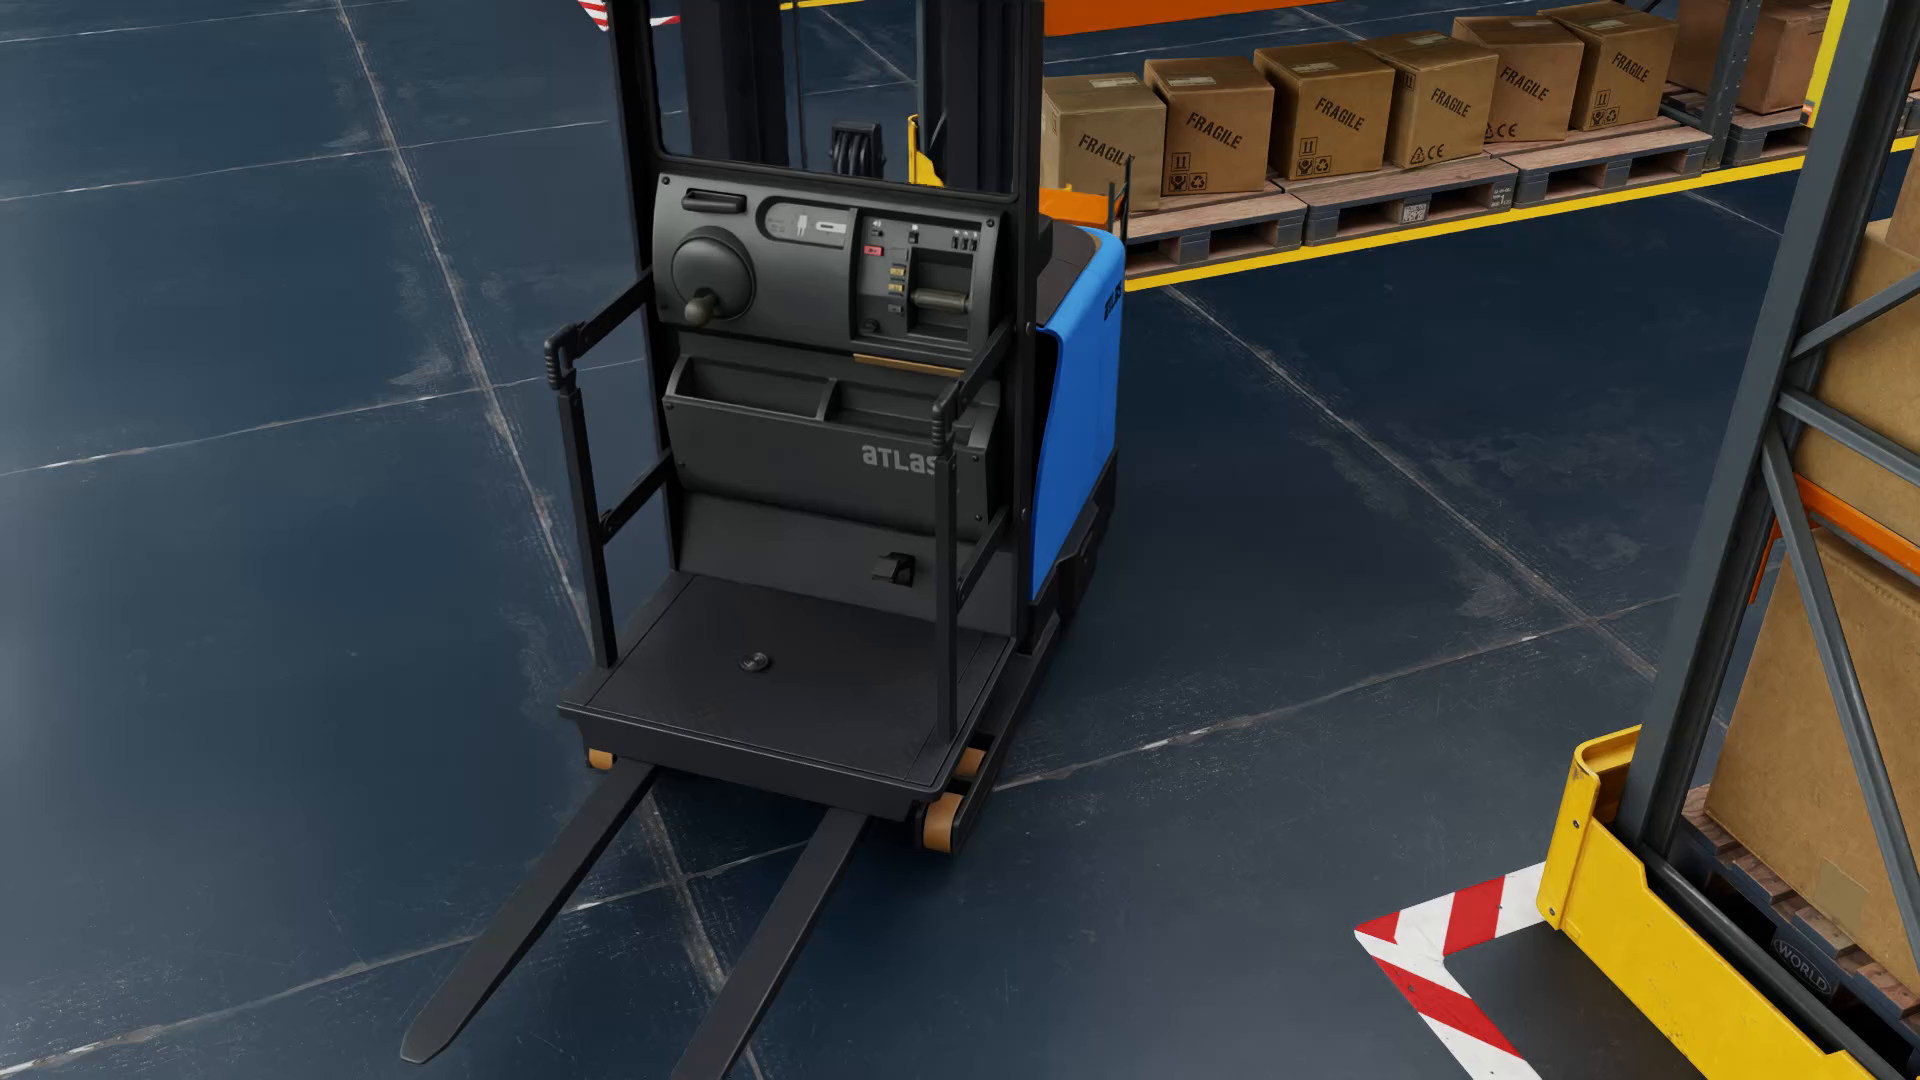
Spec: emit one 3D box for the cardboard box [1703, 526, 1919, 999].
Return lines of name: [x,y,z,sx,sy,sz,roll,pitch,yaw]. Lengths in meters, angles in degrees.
cardboard box: [2.475,0.463,3.852,0.875,0.875,0.875,-13,35,-19]

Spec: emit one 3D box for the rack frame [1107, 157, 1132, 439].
rack frame: [0.522,-0.699,5.723,0.015,1.200,0.240,11,34,16]

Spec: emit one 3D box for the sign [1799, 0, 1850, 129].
sign: [1.678,-0.936,3.159,0.005,0.325,0.100,-13,35,-19]

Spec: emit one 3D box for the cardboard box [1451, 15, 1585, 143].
cardboard box: [2.827,-2.375,8.556,0.500,0.500,0.500,-2,33,-4]

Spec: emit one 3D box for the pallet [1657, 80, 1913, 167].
pallet: [4.454,-2.432,9.294,1.213,0.211,1.003,-13,35,-19]

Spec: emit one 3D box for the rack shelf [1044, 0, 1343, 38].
rack shelf: [1.893,-2.712,7.827,4.000,0.370,1.077,-13,35,-19]

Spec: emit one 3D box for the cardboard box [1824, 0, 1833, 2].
cardboard box: [4.758,-2.782,9.164,0.500,0.500,0.700,-13,35,-19]

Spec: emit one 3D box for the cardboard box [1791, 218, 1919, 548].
cardboard box: [2.200,-0.239,3.230,0.550,0.550,0.875,-13,35,-19]

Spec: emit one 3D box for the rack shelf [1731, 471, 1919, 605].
rack shelf: [3.720,-0.196,3.961,4.000,0.370,1.077,-13,35,-19]

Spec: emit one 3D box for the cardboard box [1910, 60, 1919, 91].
cardboard box: [5.274,-2.901,9.346,0.500,0.500,0.700,-16,36,-23]

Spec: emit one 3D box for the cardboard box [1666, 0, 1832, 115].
cardboard box: [4.311,-2.691,9.024,0.500,0.500,0.700,-16,36,-23]

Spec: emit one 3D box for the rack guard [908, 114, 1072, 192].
rack guard: [0.119,-1.559,7.688,0.348,0.500,1.175,-13,35,-19]

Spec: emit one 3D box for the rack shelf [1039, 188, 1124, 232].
rack shelf: [0.291,-1.071,5.575,0.480,0.148,0.258,11,34,16]

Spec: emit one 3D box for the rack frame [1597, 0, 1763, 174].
rack frame: [3.737,-3.435,8.280,0.127,3.000,1.000,-13,35,-19]

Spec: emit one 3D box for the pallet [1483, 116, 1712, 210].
pallet: [3.131,-2.107,8.795,1.213,0.211,1.003,-13,35,-19]

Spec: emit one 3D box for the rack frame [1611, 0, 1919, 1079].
rack frame: [1.876,-0.075,3.116,0.127,3.000,1.000,-13,35,-19]

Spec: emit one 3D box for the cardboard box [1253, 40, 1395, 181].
cardboard box: [1.753,-2.109,8.148,0.500,0.500,0.500,-10,34,-14]

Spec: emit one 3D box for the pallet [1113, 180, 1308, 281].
pallet: [0.882,-1.592,8.003,1.213,0.211,1.003,-13,35,-19]

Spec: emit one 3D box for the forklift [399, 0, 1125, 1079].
forklift: [-0.417,-0.640,4.047,1.130,2.935,3.031,11,34,16]

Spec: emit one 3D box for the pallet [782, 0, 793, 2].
pallet: [-1.066,-4.121,11.890,1.213,0.211,1.003,-13,35,-19]

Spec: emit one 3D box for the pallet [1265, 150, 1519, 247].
pallet: [2.005,-1.847,8.396,1.213,0.211,1.003,-13,35,-19]

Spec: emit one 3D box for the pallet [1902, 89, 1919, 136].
pallet: [5.581,-2.691,9.693,1.213,0.211,1.003,-13,35,-19]

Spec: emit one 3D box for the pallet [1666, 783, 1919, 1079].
pallet: [2.583,0.885,4.196,1.213,0.211,1.003,-13,35,-19]

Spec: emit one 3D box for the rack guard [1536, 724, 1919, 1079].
rack guard: [1.854,0.977,3.790,0.348,0.500,1.175,-13,35,-19]

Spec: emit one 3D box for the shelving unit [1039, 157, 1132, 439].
shelving unit: [0.291,-0.741,5.789,0.503,1.200,0.258,11,34,16]

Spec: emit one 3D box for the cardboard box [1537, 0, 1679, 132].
cardboard box: [3.353,-2.499,8.748,0.500,0.500,0.500,-14,36,-20]

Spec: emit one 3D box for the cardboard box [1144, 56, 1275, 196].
cardboard box: [1.169,-1.986,7.959,0.500,0.500,0.500,-4,33,-6]

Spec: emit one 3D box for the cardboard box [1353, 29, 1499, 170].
cardboard box: [2.285,-2.204,8.294,0.500,0.500,0.500,-16,36,-23]

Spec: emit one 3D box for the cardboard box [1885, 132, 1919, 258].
cardboard box: [2.233,-0.650,2.871,0.550,0.550,0.875,-13,35,-19]

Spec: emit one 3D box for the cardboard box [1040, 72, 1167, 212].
cardboard box: [0.631,-1.843,7.739,0.500,0.500,0.500,-7,34,-10]

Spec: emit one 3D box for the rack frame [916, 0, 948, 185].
rack frame: [0.049,-2.591,6.982,0.127,3.000,1.000,-13,35,-19]
